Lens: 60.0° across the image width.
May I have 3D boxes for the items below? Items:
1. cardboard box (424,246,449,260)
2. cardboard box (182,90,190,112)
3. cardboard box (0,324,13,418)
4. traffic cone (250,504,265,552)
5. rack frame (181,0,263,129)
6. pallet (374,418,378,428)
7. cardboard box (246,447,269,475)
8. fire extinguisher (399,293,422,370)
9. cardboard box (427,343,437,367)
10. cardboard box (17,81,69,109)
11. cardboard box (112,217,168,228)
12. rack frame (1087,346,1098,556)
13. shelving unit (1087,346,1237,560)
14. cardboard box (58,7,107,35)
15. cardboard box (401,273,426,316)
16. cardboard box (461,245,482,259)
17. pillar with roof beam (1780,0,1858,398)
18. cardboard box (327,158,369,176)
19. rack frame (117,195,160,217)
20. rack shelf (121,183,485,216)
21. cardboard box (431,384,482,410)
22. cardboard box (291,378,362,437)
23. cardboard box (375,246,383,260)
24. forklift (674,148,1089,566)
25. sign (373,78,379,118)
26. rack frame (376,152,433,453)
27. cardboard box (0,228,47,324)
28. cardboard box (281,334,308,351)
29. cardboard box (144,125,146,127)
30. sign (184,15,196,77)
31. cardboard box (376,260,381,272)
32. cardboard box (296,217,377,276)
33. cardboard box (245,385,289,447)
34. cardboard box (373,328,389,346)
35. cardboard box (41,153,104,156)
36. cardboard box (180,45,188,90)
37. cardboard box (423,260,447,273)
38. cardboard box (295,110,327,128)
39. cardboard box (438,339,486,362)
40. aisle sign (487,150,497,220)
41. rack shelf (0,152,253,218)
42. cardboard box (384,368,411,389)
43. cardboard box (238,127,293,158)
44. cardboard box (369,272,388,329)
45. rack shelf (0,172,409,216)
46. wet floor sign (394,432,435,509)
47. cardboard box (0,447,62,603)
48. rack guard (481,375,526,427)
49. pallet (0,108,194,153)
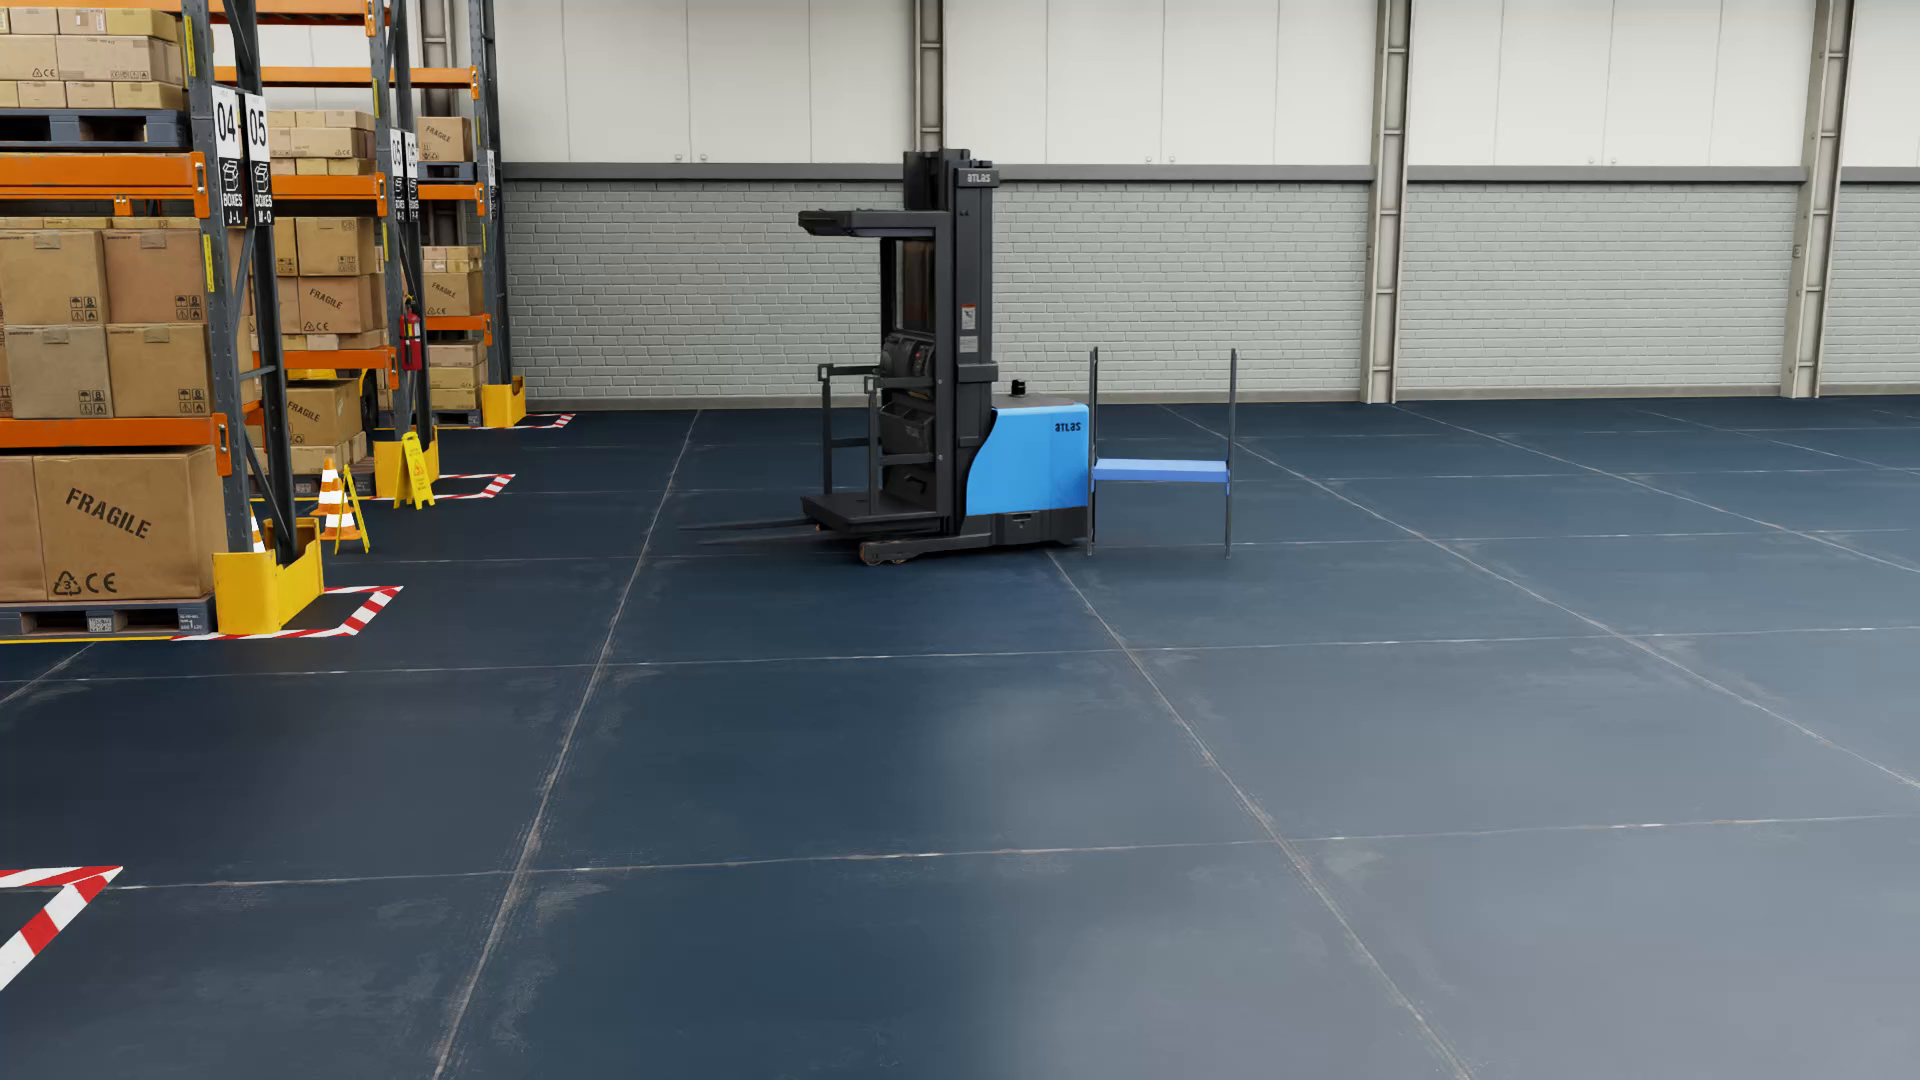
[{"bbox_3d":[-6.124,-3.368,19.511,0.250,0.149,0.380,-1,11,-6],"label":"cardboard box"},{"bbox_3d":[-4.749,-2.672,10.213,0.250,0.149,0.380,-1,11,-6],"label":"cardboard box"},{"bbox_3d":[-5.852,-1.068,10.138,0.550,0.550,0.875,-1,11,-6],"label":"cardboard box"},{"bbox_3d":[-5.055,-0.031,11.826,0.334,0.463,0.336,-1,11,-6],"label":"traffic cone"},{"bbox_3d":[-4.374,-3.958,9.673,0.127,3.000,1.000,-1,11,-6],"label":"rack frame"},{"bbox_3d":[-7.514,-1.496,19.933,1.213,0.211,1.003,-1,11,-6],"label":"pallet"},{"bbox_3d":[-6.299,-0.741,14.899,0.500,0.250,0.500,-1,11,-6],"label":"cardboard box"},{"bbox_3d":[-4.845,-1.838,14.640,0.183,0.674,0.296,-1,11,-6],"label":"fire extinguisher"},{"bbox_3d":[-6.480,-2.180,19.627,0.500,0.250,0.500,-1,11,-5],"label":"cardboard box"},{"bbox_3d":[-5.174,-2.536,9.517,0.250,0.149,0.380,-1,11,-5],"label":"cardboard box"},{"bbox_3d":[-7.004,-2.572,14.550,0.500,0.500,0.700,-1,11,-6],"label":"cardboard box"},{"bbox_3d":[0.987,-0.669,12.381,0.032,1.500,0.500,2,11,8],"label":"rack frame"},{"bbox_3d":[1.490,-0.655,12.312,1.048,1.500,0.538,2,11,8],"label":"shelving unit"},{"bbox_3d":[-4.920,-2.932,9.468,0.250,0.149,0.380,-1,11,-6],"label":"cardboard box"},{"bbox_3d":[-6.526,-2.893,19.548,0.500,0.500,0.500,-1,11,-4],"label":"cardboard box"},{"bbox_3d":[-5.906,-3.461,19.984,0.250,0.149,0.380,-1,11,-7],"label":"cardboard box"},{"bbox_3d":[12.022,-5.565,17.846,0.400,9.000,9.100,-1,11,-6],"label":"pillar with roof beam"},{"bbox_3d":[-5.333,-3.249,14.494,0.250,0.149,0.380,-1,11,-6],"label":"cardboard box"},{"bbox_3d":[-9.525,-2.830,19.488,0.127,3.000,1.000,-1,11,-6],"label":"rack frame"},{"bbox_3d":[-7.537,-3.991,19.480,4.000,0.370,1.077,-1,11,-6],"label":"rack shelf"},{"bbox_3d":[-5.982,-1.700,19.778,0.500,0.250,0.500,-1,11,-6],"label":"cardboard box"},{"bbox_3d":[-5.864,-1.222,15.404,0.500,0.500,0.500,-2,11,-8],"label":"cardboard box"},{"bbox_3d":[-6.883,-3.339,19.367,0.250,0.149,0.380,-1,11,-5],"label":"cardboard box"},{"bbox_3d":[-0.575,-1.369,12.232,3.031,2.935,1.130,-5,12,-23],"label":"forklift"},{"bbox_3d":[-4.969,-3.761,14.152,0.005,0.325,0.100,-1,11,-6],"label":"sign"},{"bbox_3d":[-5.009,-1.962,15.070,0.127,3.000,1.000,-1,11,-6],"label":"rack frame"},{"bbox_3d":[-5.855,-1.603,10.057,0.550,0.550,0.875,-1,11,-6],"label":"cardboard box"},{"bbox_3d":[-5.855,-1.762,14.705,0.250,0.149,0.380,-1,11,-7],"label":"cardboard box"},{"bbox_3d":[-6.834,-3.599,14.209,0.250,0.149,0.380,-1,11,-5],"label":"cardboard box"},{"bbox_3d":[-4.329,-2.778,9.354,0.005,0.325,0.100,-1,11,-6],"label":"sign"},{"bbox_3d":[-6.886,-3.198,19.416,0.250,0.149,0.380,-2,11,-8],"label":"cardboard box"},{"bbox_3d":[-5.493,-2.595,14.668,0.500,0.500,0.700,-1,11,-7],"label":"cardboard box"},{"bbox_3d":[-6.296,-1.108,14.825,0.500,0.500,0.500,-1,11,-4],"label":"cardboard box"},{"bbox_3d":[-5.369,-1.871,15.260,0.250,0.149,0.380,-1,11,-6],"label":"cardboard box"},{"bbox_3d":[-7.507,-3.400,14.226,0.500,0.250,0.500,-1,11,-6],"label":"cardboard box"},{"bbox_3d":[-4.881,-2.853,10.098,0.500,0.250,0.500,-1,11,-6],"label":"cardboard box"},{"bbox_3d":[-6.114,-3.209,19.473,0.250,0.149,0.380,-1,11,-5],"label":"cardboard box"},{"bbox_3d":[-5.574,-3.640,14.414,0.250,0.149,0.380,-1,11,-5],"label":"cardboard box"},{"bbox_3d":[-6.047,-2.287,20.174,0.500,0.250,0.500,-1,11,-7],"label":"cardboard box"},{"bbox_3d":[-5.452,-4.134,19.381,0.004,0.787,0.394,-1,11,-6],"label":"aisle sign"},{"bbox_3d":[-6.362,-2.092,9.820,4.000,0.370,1.077,-1,11,-6],"label":"rack shelf"},{"bbox_3d":[-6.498,-1.937,19.689,0.500,0.250,0.500,-1,11,-7],"label":"cardboard box"},{"bbox_3d":[-5.990,-3.436,14.410,0.500,0.250,0.500,-1,11,-7],"label":"cardboard box"},{"bbox_3d":[-5.510,-2.200,15.252,0.500,0.500,0.500,-1,11,-7],"label":"cardboard box"},{"bbox_3d":[-6.997,-3.039,14.638,4.000,0.370,1.077,-1,11,-6],"label":"rack shelf"},{"bbox_3d":[-4.704,-0.605,14.274,0.232,0.644,0.267,3,11,14],"label":"wet floor sign"},{"bbox_3d":[-5.915,-0.132,10.185,0.875,0.875,0.875,-1,11,-7],"label":"cardboard box"},{"bbox_3d":[-5.525,-1.687,20.155,0.348,0.500,1.175,-1,11,-6],"label":"rack guard"},{"bbox_3d":[-5.110,-2.425,9.883,1.213,0.211,1.003,-1,11,-6],"label":"pallet"}]
